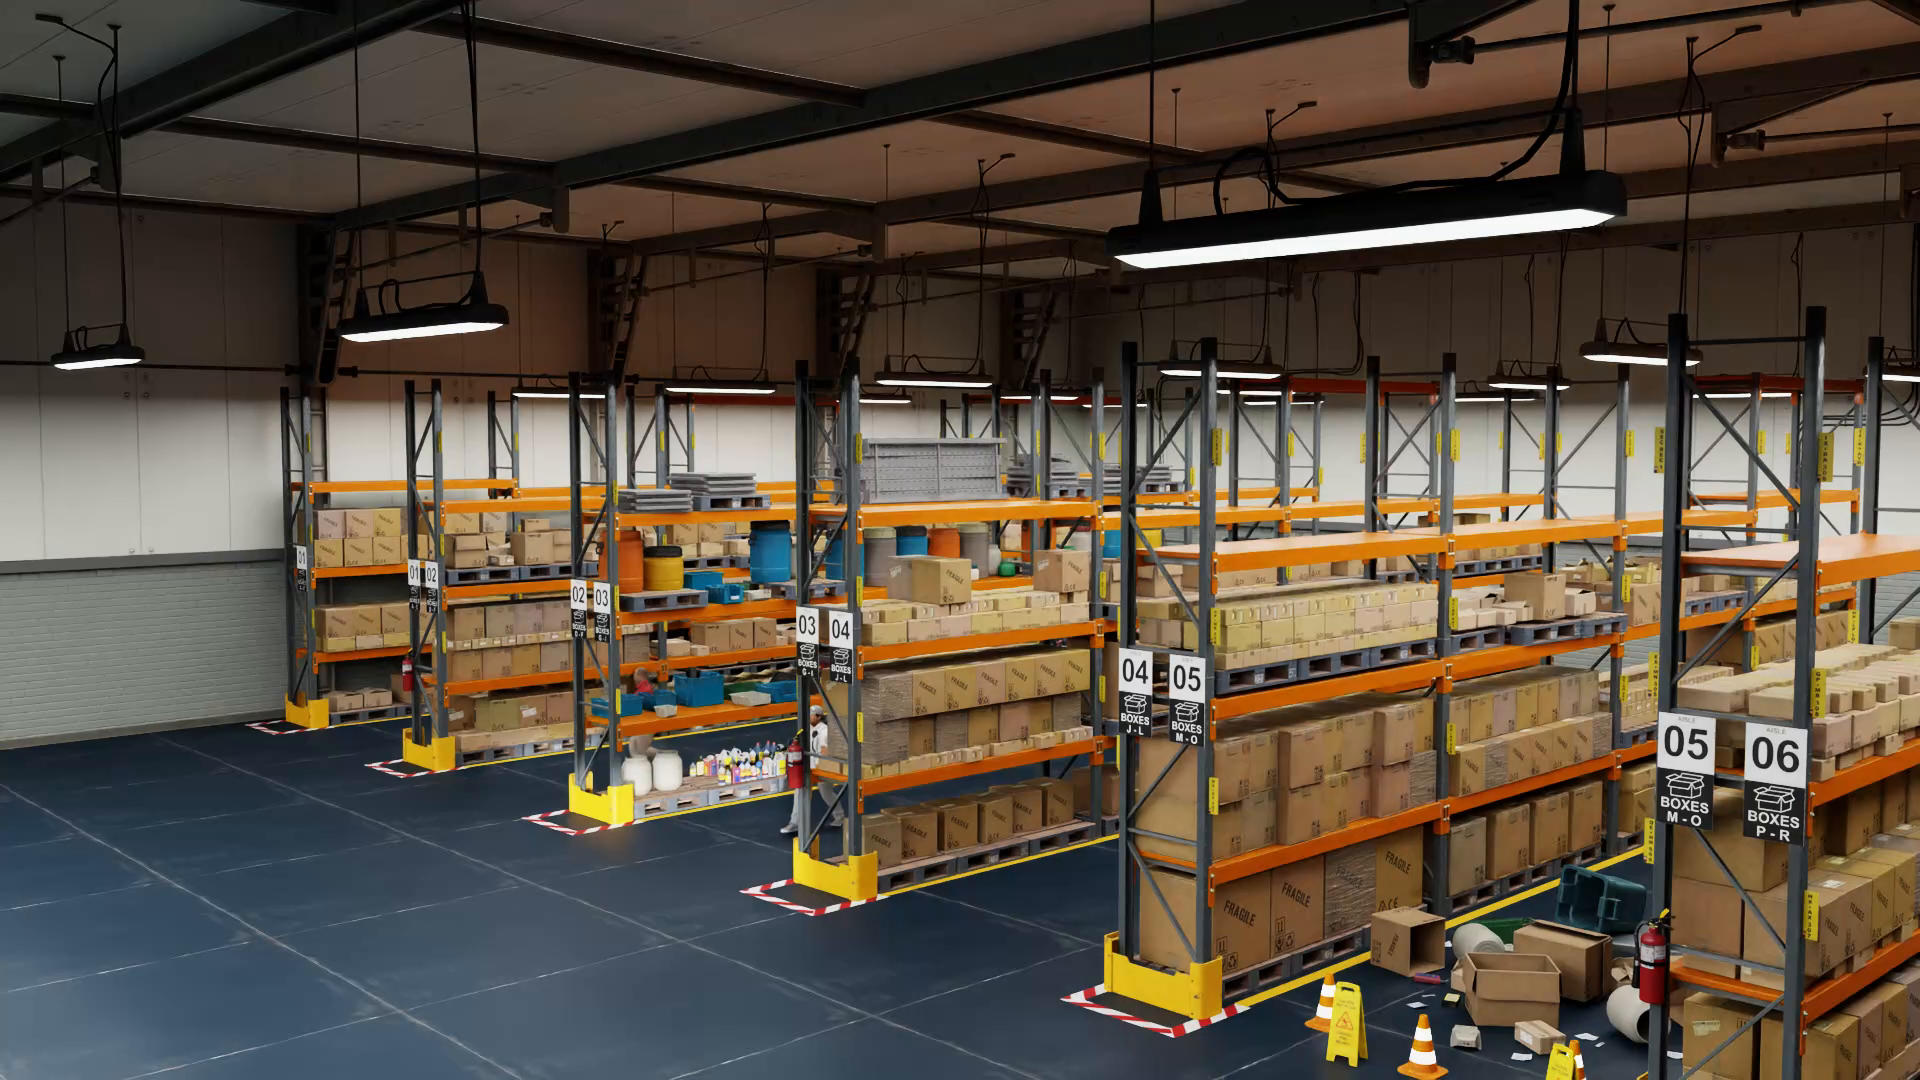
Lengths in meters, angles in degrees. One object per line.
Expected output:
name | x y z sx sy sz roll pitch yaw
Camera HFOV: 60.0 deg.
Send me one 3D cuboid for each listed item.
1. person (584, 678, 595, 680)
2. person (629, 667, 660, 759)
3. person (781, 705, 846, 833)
person | -6.547 2.375 29.753 0.559 1.743 0.841 2 4 30
person | -4.642 2.745 24.783 0.658 1.694 0.590 -2 4 -28
person | -1.895 2.955 21.592 0.506 1.617 0.939 4 5 44
